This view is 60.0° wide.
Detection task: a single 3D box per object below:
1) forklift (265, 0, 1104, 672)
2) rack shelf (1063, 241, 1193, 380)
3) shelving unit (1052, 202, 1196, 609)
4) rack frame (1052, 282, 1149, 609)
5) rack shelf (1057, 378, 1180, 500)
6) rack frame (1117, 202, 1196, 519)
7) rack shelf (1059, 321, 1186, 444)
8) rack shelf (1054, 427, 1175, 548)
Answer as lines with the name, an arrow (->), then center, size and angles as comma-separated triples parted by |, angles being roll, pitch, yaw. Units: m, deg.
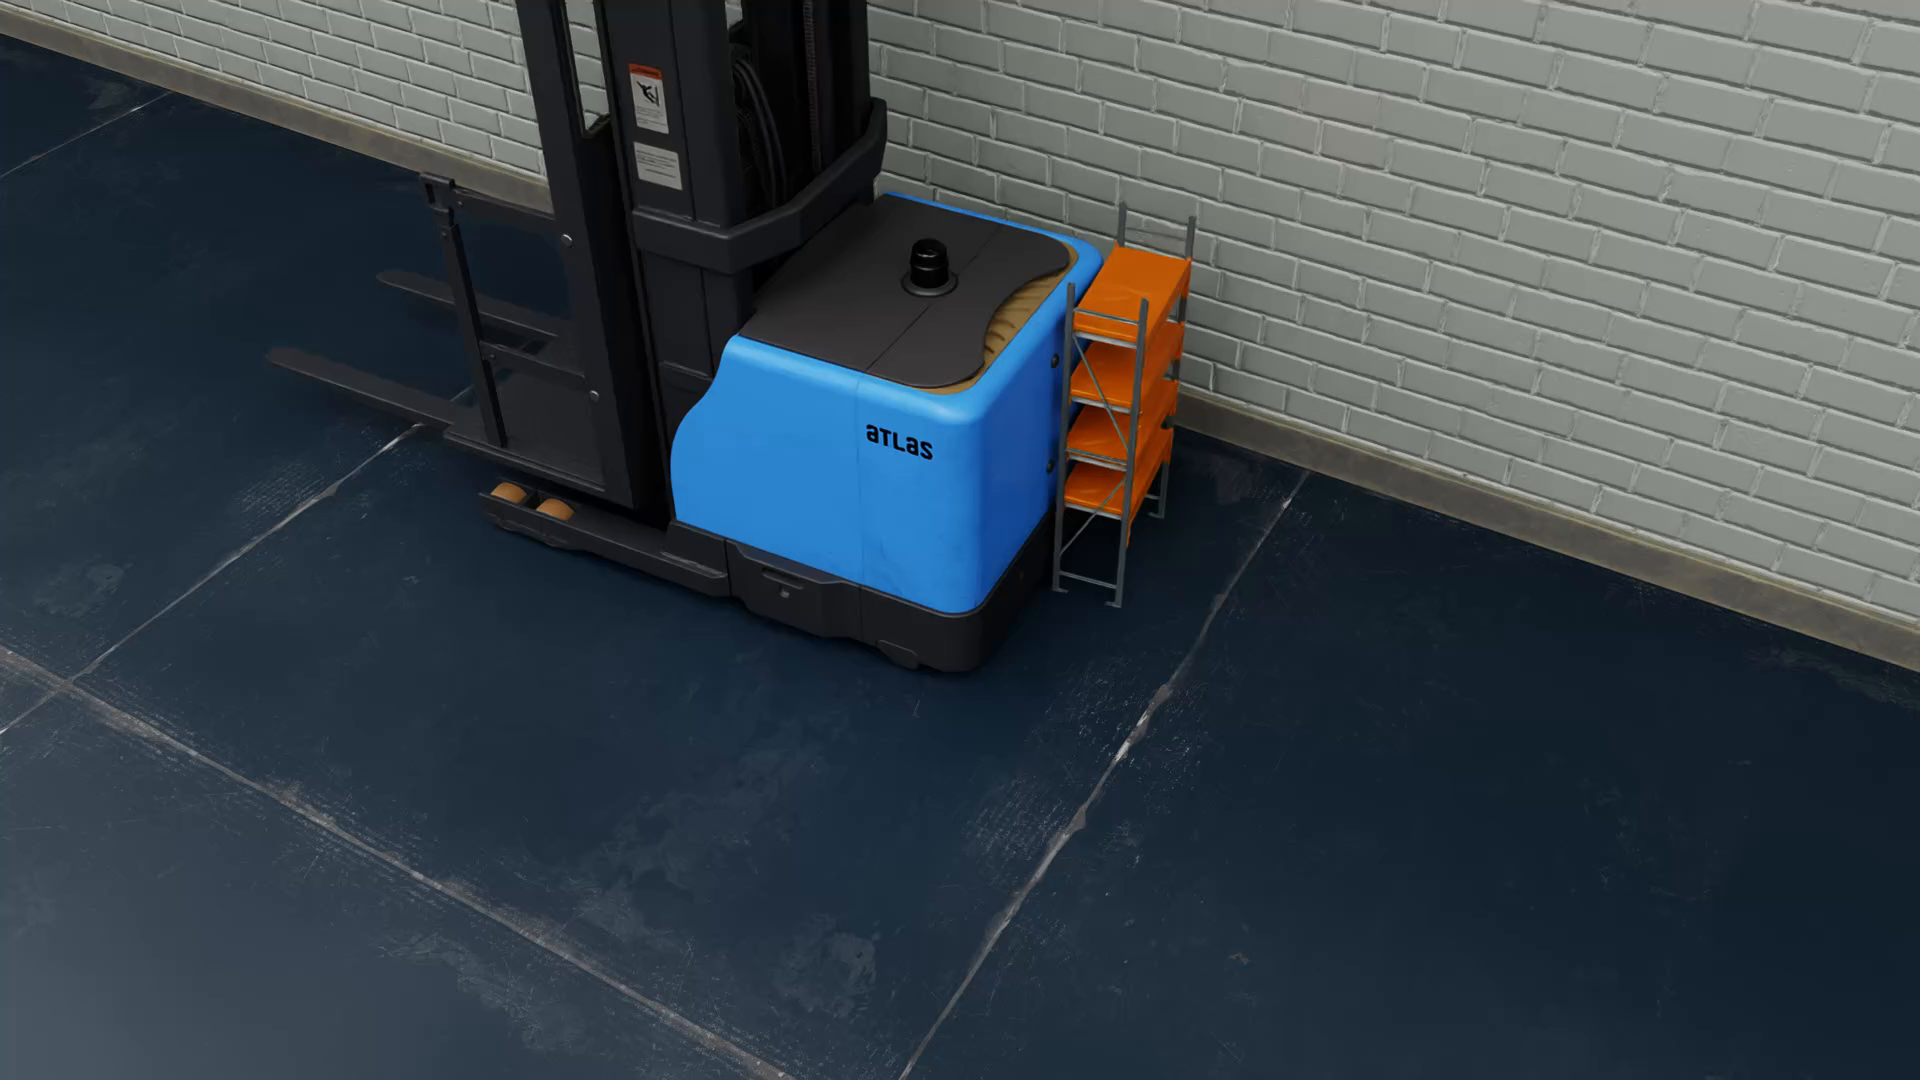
forklift -> -1.089, -1.367, 5.085 | 3.031, 2.935, 1.130 | 18, 45, 20
rack shelf -> 0.512, -0.702, 5.044 | 0.258, 0.148, 0.480 | 15, 44, 16
shelving unit -> 0.512, -0.407, 5.304 | 0.258, 1.200, 0.503 | 15, 44, 16
rack frame -> 0.421, -0.257, 5.134 | 0.240, 1.200, 0.015 | 15, 44, 16
rack shelf -> 0.512, -0.356, 5.348 | 0.258, 0.148, 0.480 | 15, 44, 16
rack frame -> 0.603, -0.556, 5.474 | 0.240, 1.200, 0.015 | 15, 44, 16
rack shelf -> 0.512, -0.524, 5.201 | 0.258, 0.148, 0.480 | 15, 44, 16
rack shelf -> 0.512, -0.207, 5.480 | 0.258, 0.148, 0.480 | 15, 44, 16
